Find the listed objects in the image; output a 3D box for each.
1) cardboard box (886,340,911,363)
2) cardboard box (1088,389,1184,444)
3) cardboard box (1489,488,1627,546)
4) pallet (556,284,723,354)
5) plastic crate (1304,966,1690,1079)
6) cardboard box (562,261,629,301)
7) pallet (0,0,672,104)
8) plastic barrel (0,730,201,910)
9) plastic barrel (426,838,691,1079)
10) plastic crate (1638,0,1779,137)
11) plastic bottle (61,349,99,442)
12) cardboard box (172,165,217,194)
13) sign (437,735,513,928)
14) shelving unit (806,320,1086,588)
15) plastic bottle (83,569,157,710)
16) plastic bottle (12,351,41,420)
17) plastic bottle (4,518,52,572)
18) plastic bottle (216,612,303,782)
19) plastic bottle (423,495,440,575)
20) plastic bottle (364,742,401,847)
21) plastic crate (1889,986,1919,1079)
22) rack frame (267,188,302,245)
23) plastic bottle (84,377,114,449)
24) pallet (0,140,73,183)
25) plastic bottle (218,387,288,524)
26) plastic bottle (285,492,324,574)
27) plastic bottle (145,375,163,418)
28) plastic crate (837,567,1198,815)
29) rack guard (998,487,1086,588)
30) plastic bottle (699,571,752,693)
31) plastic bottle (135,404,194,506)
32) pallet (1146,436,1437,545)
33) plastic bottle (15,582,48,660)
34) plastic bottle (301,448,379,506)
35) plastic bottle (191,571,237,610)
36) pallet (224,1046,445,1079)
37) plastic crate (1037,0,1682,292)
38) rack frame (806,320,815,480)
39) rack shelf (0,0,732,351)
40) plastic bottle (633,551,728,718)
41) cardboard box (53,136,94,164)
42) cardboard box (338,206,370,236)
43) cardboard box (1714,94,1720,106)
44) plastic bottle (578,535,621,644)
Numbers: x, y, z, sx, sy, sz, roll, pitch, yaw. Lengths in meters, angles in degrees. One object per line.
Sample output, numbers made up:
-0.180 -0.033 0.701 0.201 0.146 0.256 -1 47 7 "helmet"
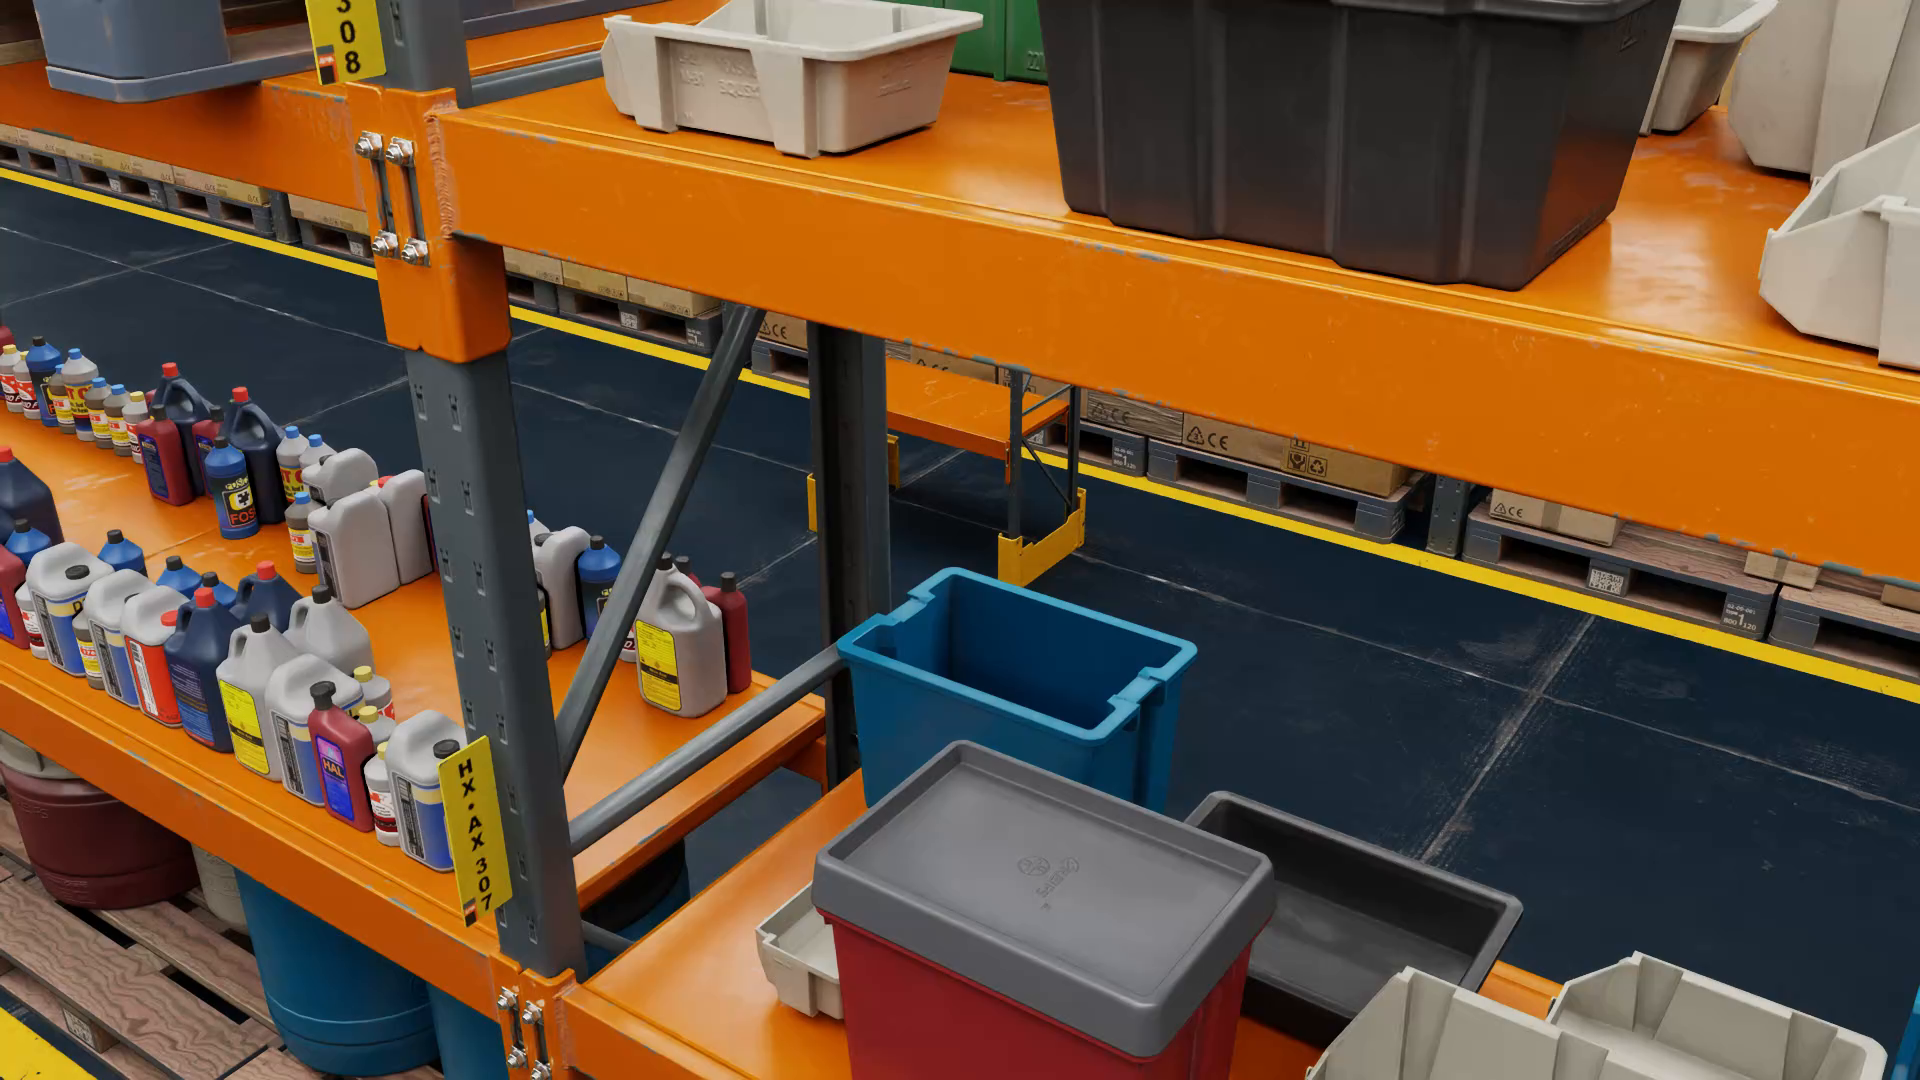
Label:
-0.315 -1.210 8.591 0.500 0.500 0.500 16 31 29 "cardboard box"
0.950 -0.817 7.819 0.500 0.500 0.500 18 32 31 "cardboard box"
2.558 -0.266 6.944 0.500 0.311 0.500 17 32 30 "cardboard box"
-1.619 -1.467 9.900 1.213 0.211 1.003 17 32 30 "pallet"
0.681 0.881 2.275 0.530 0.282 0.437 17 32 30 "plastic crate"
-1.961 -1.620 9.695 0.500 0.250 0.500 17 31 30 "cardboard box"
-1.175 -1.023 2.854 1.003 0.211 1.213 17 32 30 "pallet"
-2.427 0.664 4.834 0.708 0.588 0.600 17 32 30 "plastic barrel"
-0.912 0.996 3.836 0.708 0.901 0.600 17 32 30 "plastic barrel"
0.791 -0.641 2.185 0.466 0.136 0.293 17 32 30 "plastic crate"
-2.599 -0.435 4.940 0.097 0.271 0.097 0 27 0 "plastic bottle"
-5.172 -2.642 11.703 0.500 0.250 0.500 17 32 30 "cardboard box"
-0.786 0.476 2.702 0.005 0.325 0.100 17 32 30 "sign"
-0.063 -0.688 6.948 1.083 1.500 0.587 17 32 30 "shelving unit"
-1.809 0.211 3.664 0.135 0.276 0.152 17 32 30 "plastic bottle"
-2.840 -0.479 5.103 0.097 0.201 0.097 0 27 0 "plastic bottle"
-2.187 0.077 3.933 0.097 0.271 0.097 0 27 0 "plastic bottle"
-1.416 0.303 3.403 0.185 0.351 0.144 17 32 30 "plastic bottle"
-1.266 -0.035 4.141 0.133 0.283 0.061 17 32 30 "plastic bottle"
-1.092 0.483 3.213 0.097 0.201 0.097 0 27 0 "plastic bottle"
1.474 0.868 2.356 0.300 0.233 0.416 17 32 30 "plastic crate"
-4.260 -3.511 10.842 0.127 3.000 1.000 17 32 30 "rack frame"
-2.519 -0.379 4.907 0.097 0.201 0.097 0 27 0 "plastic bottle"
-6.903 -3.115 13.137 1.213 0.211 1.003 17 32 30 "pallet"
-1.883 -0.235 4.459 0.185 0.351 0.144 17 32 30 "plastic bottle"
-1.649 -0.024 4.210 0.097 0.201 0.097 0 27 0 "plastic bottle"
-2.253 -0.343 4.745 0.133 0.283 0.061 17 32 30 "plastic bottle"
0.105 0.367 3.173 0.575 0.384 0.392 17 32 30 "plastic crate"
0.348 -0.003 6.980 0.087 0.250 0.587 17 32 30 "rack guard"
-0.534 0.193 3.693 0.133 0.283 0.061 17 32 30 "plastic bottle"
-2.182 -0.242 4.546 0.133 0.283 0.061 17 32 30 "plastic bottle"
1.643 -0.408 7.820 1.213 0.211 1.003 17 32 30 "pallet"
-2.111 0.166 3.837 0.097 0.201 0.097 0 27 0 "plastic bottle"
-1.593 -0.109 4.294 0.135 0.276 0.152 17 32 30 "plastic bottle"
-1.643 0.197 3.698 0.097 0.271 0.097 0 27 0 "plastic bottle"
-1.086 1.423 4.220 1.213 0.211 1.003 17 32 30 "pallet"
0.396 -0.463 1.689 0.590 0.269 0.497 17 32 30 "plastic crate"
-0.489 -0.821 7.209 0.032 1.500 0.500 17 32 30 "rack frame"
-2.122 -1.135 3.660 4.000 0.370 1.077 17 32 30 "rack shelf"
-0.613 0.194 3.615 0.185 0.351 0.144 17 32 30 "plastic bottle"
-6.415 -3.023 12.452 0.500 0.250 0.500 17 32 30 "cardboard box"
-3.647 -2.145 10.726 0.500 0.250 0.500 18 32 32 "cardboard box"
2.563 -1.721 6.111 0.500 0.500 0.500 18 32 32 "cardboard box"
-0.830 0.116 3.857 0.097 0.271 0.097 0 27 0 "plastic bottle"
